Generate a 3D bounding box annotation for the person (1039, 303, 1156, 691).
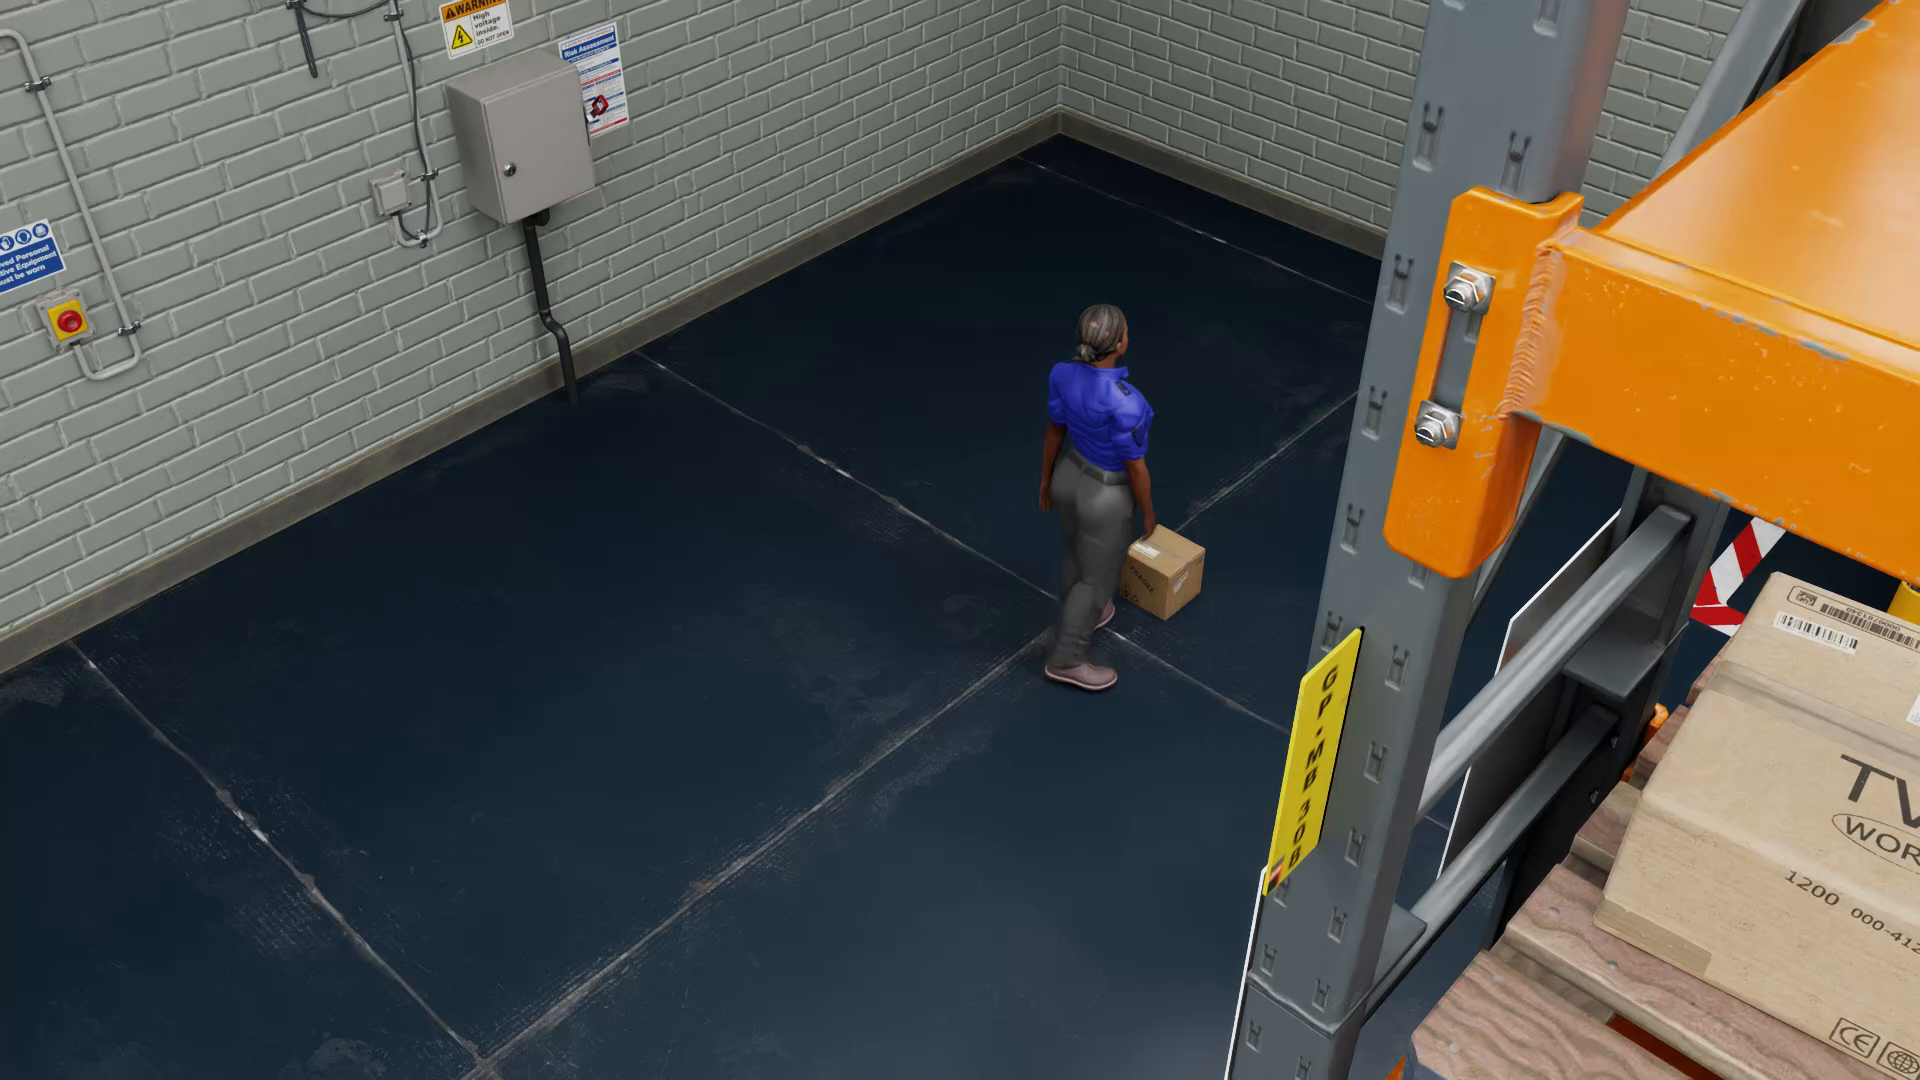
[{"bbox_3d":[0.528,-0.174,6.357,0.507,1.652,0.471,-26,46,-28],"label":"person"}]
